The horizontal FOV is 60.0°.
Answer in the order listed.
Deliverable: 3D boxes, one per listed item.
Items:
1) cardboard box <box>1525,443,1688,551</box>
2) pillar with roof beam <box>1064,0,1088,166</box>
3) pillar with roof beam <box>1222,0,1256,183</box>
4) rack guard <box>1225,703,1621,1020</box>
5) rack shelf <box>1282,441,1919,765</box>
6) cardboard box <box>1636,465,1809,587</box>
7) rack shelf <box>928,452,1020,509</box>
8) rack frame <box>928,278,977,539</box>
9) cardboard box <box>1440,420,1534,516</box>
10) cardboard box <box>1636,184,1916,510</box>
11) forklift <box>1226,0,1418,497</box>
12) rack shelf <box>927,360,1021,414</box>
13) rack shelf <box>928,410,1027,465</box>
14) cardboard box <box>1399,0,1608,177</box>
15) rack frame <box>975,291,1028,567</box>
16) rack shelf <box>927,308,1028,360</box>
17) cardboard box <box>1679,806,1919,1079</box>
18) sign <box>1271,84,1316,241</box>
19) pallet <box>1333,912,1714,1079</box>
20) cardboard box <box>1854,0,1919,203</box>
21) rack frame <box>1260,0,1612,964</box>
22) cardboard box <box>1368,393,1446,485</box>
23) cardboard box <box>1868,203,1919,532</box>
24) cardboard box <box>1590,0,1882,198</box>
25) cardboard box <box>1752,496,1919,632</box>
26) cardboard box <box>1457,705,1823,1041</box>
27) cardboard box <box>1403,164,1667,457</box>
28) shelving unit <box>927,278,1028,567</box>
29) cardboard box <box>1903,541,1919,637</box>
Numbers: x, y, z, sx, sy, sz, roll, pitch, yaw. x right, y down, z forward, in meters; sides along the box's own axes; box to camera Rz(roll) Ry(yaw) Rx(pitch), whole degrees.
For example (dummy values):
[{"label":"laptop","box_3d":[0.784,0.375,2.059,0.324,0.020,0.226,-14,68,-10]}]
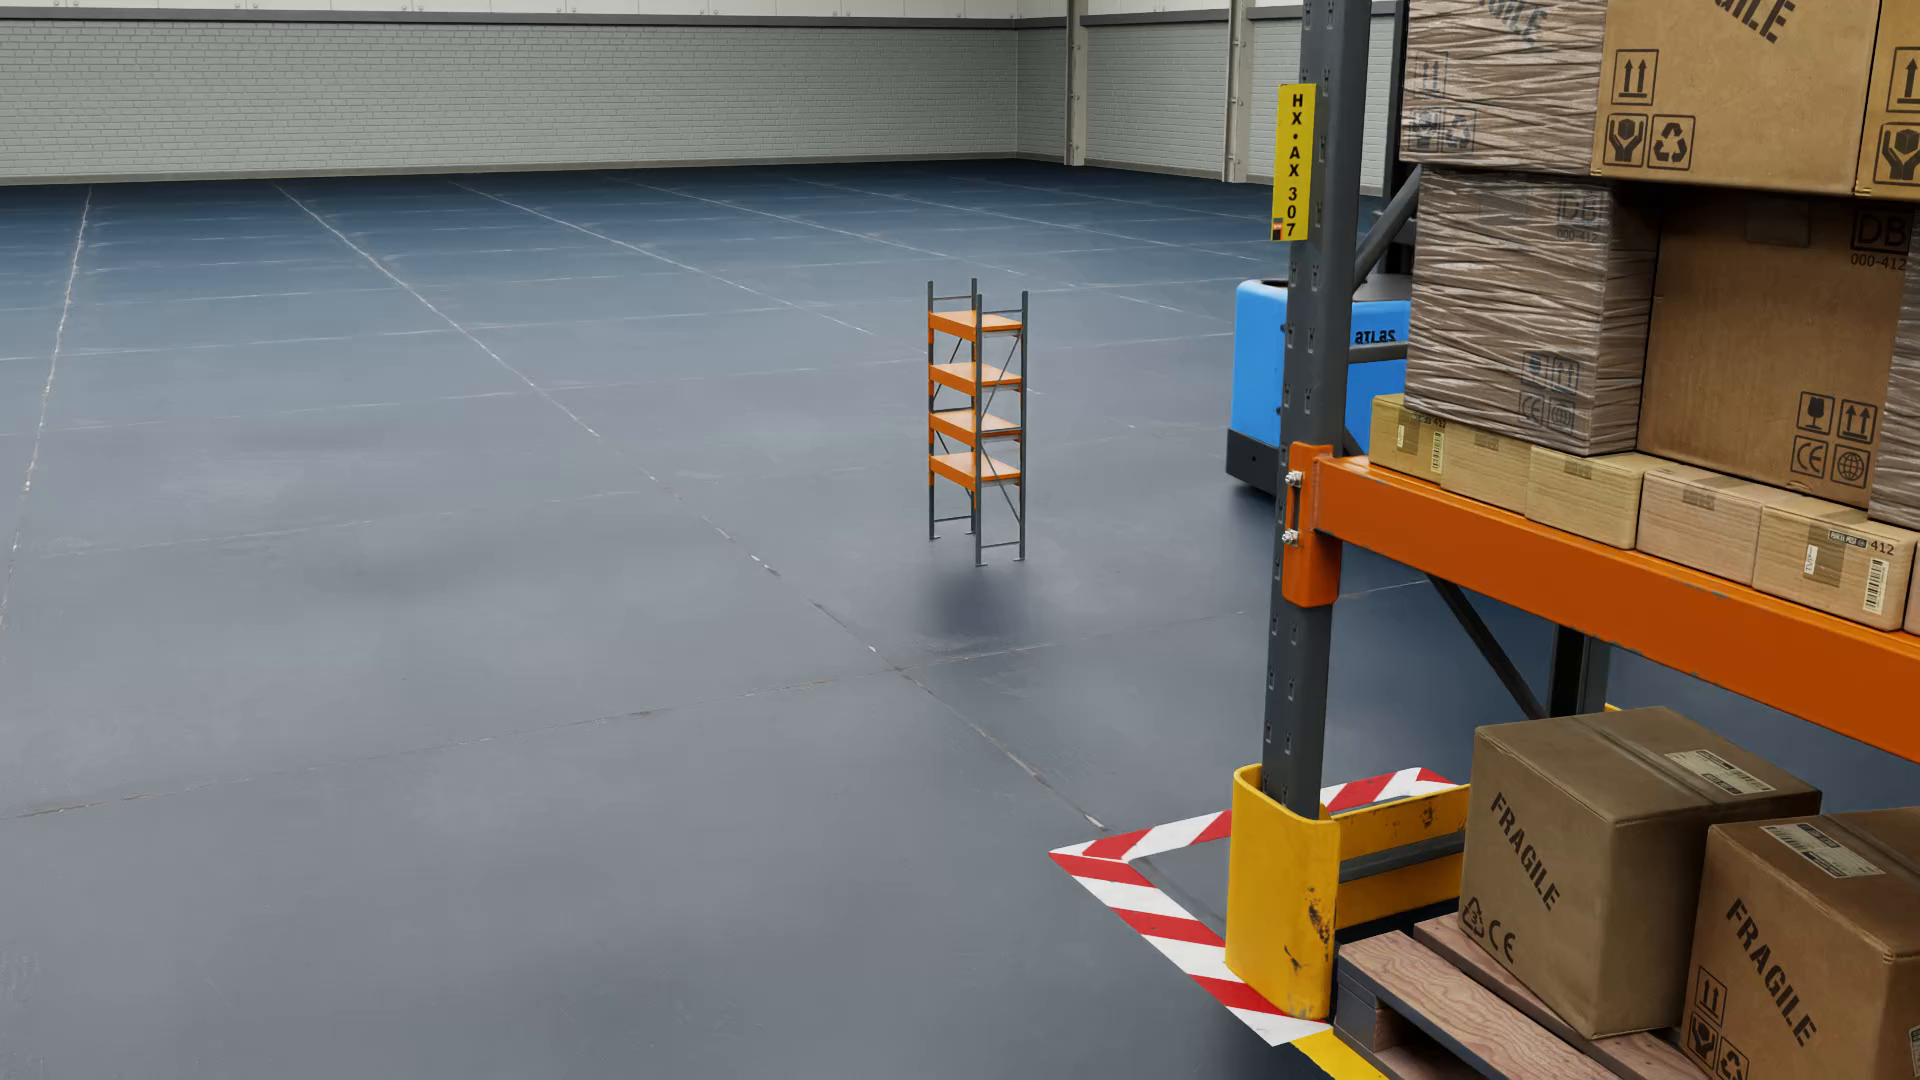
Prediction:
[{"label":"cardboard box","box_3d":[1.299,-0.104,3.129,0.380,0.149,0.250,-8,18,-25]},{"label":"pillar with roof beam","box_3d":[-1.370,-11.981,33.186,9.100,9.000,0.400,-8,18,-25]},{"label":"pillar with roof beam","box_3d":[1.258,-10.493,28.001,9.100,9.000,0.400,-8,18,-25]},{"label":"rack guard","box_3d":[1.233,0.768,4.167,1.175,0.500,0.348,-8,18,-25]},{"label":"rack shelf","box_3d":[2.076,0.390,2.259,1.077,0.370,4.000,-8,18,-25]},{"label":"cardboard box","box_3d":[1.427,-0.044,2.922,0.380,0.149,0.250,-8,18,-25]},{"label":"rack shelf","box_3d":[0.073,-0.280,7.515,0.258,0.148,0.480,-8,18,-25]},{"label":"rack frame","box_3d":[-0.034,-0.596,7.653,0.240,1.200,0.015,-8,18,-25]},{"label":"cardboard box","box_3d":[1.203,-0.167,3.351,0.380,0.149,0.250,-8,18,-25]},{"label":"cardboard box","box_3d":[1.743,-0.394,2.964,0.875,0.500,0.500,-8,18,-25]},{"label":"forklift","box_3d":[2.969,-1.710,8.397,3.031,2.935,1.130,-5,17,-18]},{"label":"rack shelf","box_3d":[0.073,-0.686,7.399,0.258,0.148,0.480,-8,18,-25]},{"label":"rack shelf","box_3d":[0.073,-0.471,7.461,0.258,0.148,0.480,-8,18,-25]},{"label":"cardboard box","box_3d":[1.196,-0.954,3.105,0.500,0.500,0.500,-8,18,-25]},{"label":"rack frame","box_3d":[0.179,-0.475,7.231,0.240,1.200,0.015,-8,18,-25]},{"label":"rack shelf","box_3d":[0.073,-0.913,7.334,0.258,0.148,0.480,-8,18,-25]},{"label":"cardboard box","box_3d":[1.751,0.849,3.126,0.500,0.500,0.500,-3,16,-10]},{"label":"sign","box_3d":[0.712,-0.802,3.539,0.100,0.325,0.005,-8,18,-25]},{"label":"pallet","box_3d":[1.557,1.113,3.490,1.003,0.211,1.213,-8,18,-25]},{"label":"cardboard box","box_3d":[1.629,-0.706,2.238,0.500,0.500,0.500,-8,18,-25]},{"label":"rack frame","box_3d":[1.200,-0.452,3.888,1.000,3.000,0.127,-8,18,-25]},{"label":"cardboard box","box_3d":[1.110,-0.232,3.576,0.380,0.149,0.250,-8,18,-25]},{"label":"cardboard box","box_3d":[1.923,-0.265,2.514,0.875,0.500,0.500,-8,18,-25]},{"label":"cardboard box","box_3d":[1.409,-0.829,2.670,0.500,0.500,0.500,-8,18,-25]},{"label":"cardboard box","box_3d":[1.530,0.019,2.703,0.380,0.149,0.250,-8,18,-25]},{"label":"cardboard box","box_3d":[1.458,0.705,3.628,0.500,0.500,0.500,-4,17,-15]},{"label":"cardboard box","box_3d":[1.416,-0.503,3.346,0.875,0.500,0.500,-8,18,-25]},{"label":"shelving unit","box_3d":[0.073,-0.536,7.442,0.258,1.200,0.503,-8,18,-25]},{"label":"cardboard box","box_3d":[1.664,0.077,2.498,0.380,0.149,0.250,-8,18,-25]}]
